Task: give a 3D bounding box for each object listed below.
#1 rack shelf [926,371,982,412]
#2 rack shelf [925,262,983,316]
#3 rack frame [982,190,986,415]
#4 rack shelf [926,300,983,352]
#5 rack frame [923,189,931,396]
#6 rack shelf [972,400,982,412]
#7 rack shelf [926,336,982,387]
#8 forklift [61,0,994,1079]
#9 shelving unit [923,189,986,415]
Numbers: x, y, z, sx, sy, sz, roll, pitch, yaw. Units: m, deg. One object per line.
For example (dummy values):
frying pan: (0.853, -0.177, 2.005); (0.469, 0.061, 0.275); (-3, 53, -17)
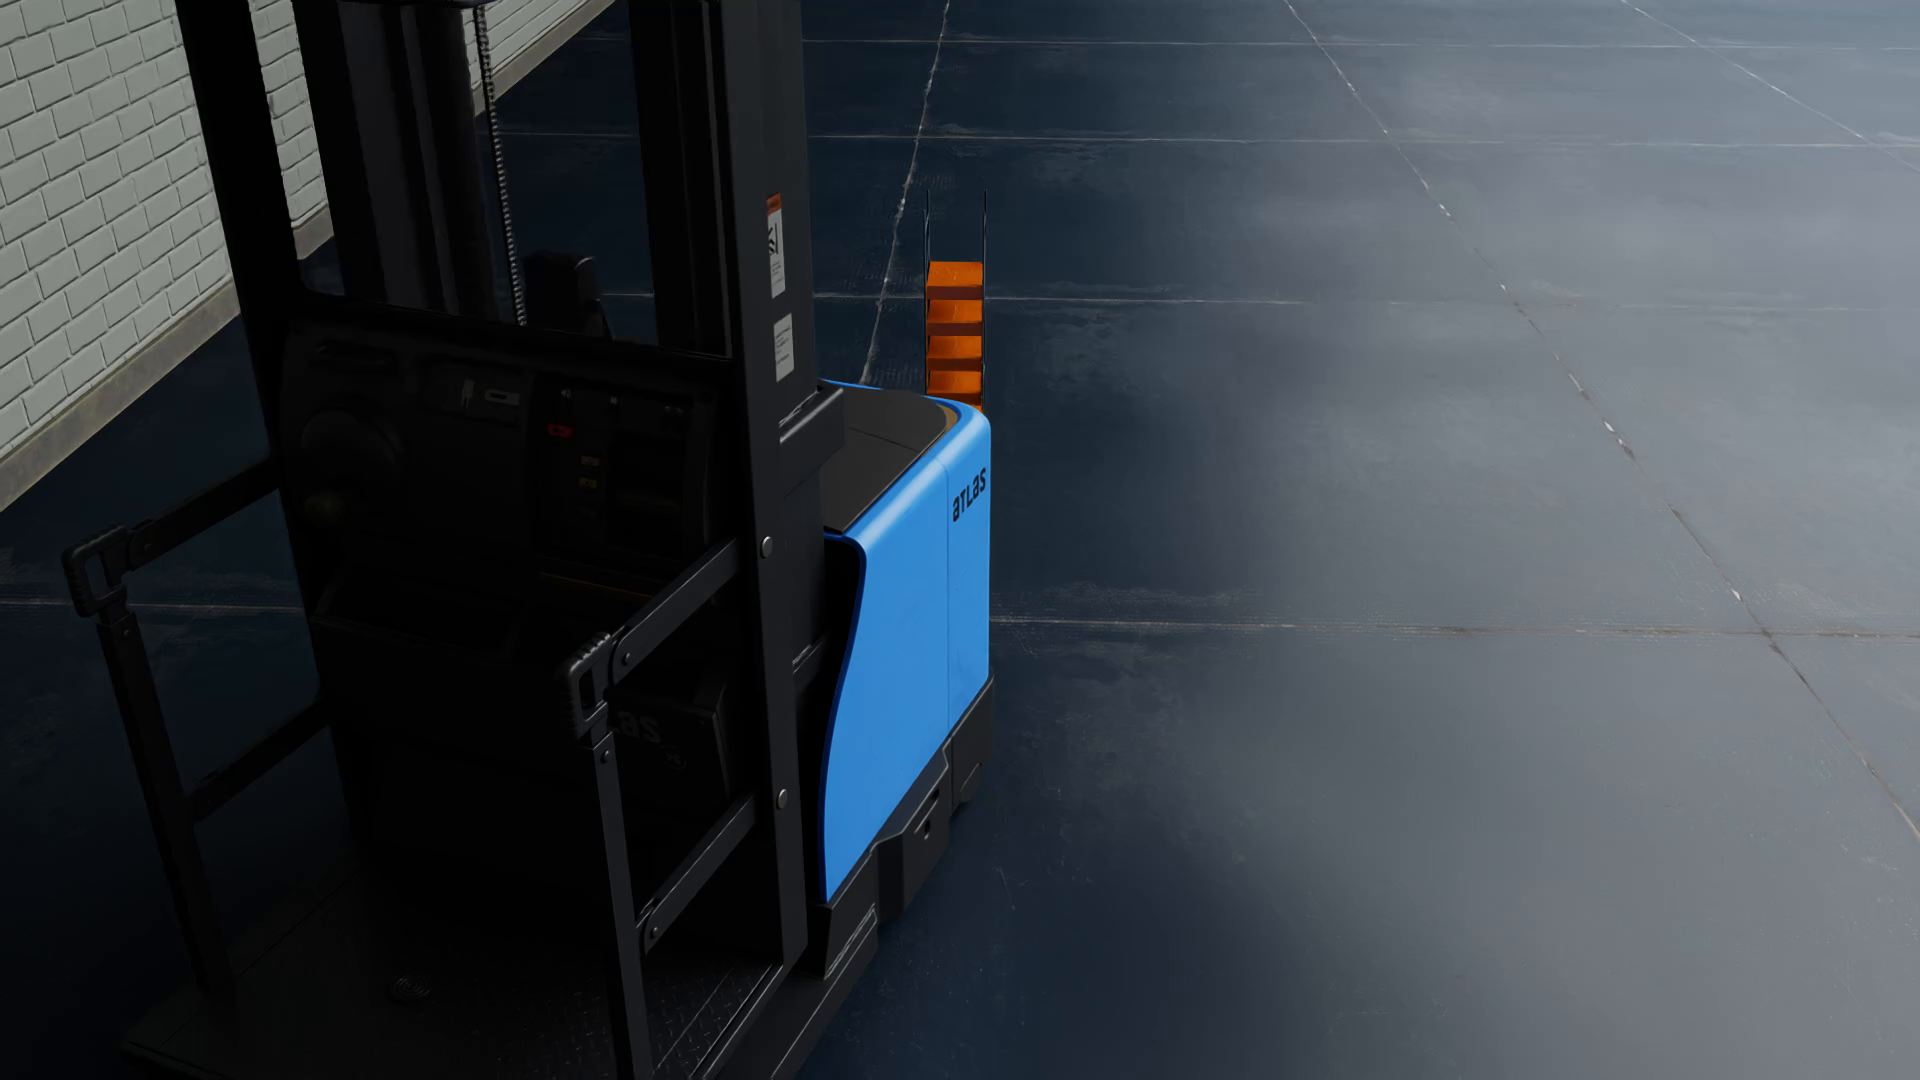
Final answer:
rack shelf: (-0.014, -0.491, 5.490); (0.180, 0.103, 0.258); (1, 28, 2)
rack shelf: (-0.014, -0.809, 5.322); (0.180, 0.103, 0.258); (1, 28, 2)
rack frame: (0.077, -0.529, 5.467); (0.006, 1.200, 0.240); (1, 28, 2)
rack shelf: (-0.014, -0.703, 5.378); (0.180, 0.103, 0.258); (1, 28, 2)
rack frame: (-0.106, -0.532, 5.472); (0.006, 1.200, 0.240); (1, 28, 2)
rack shelf: (-0.014, -0.385, 5.546); (0.180, 0.103, 0.258); (1, 28, 2)
rack shelf: (-0.014, -0.597, 5.434); (0.180, 0.103, 0.258); (1, 28, 2)
forklift: (-0.933, -0.126, 2.859); (1.130, 2.935, 3.031); (11, 30, 19)
shelving unit: (-0.014, -0.530, 5.469); (0.189, 1.200, 0.258); (1, 28, 2)
